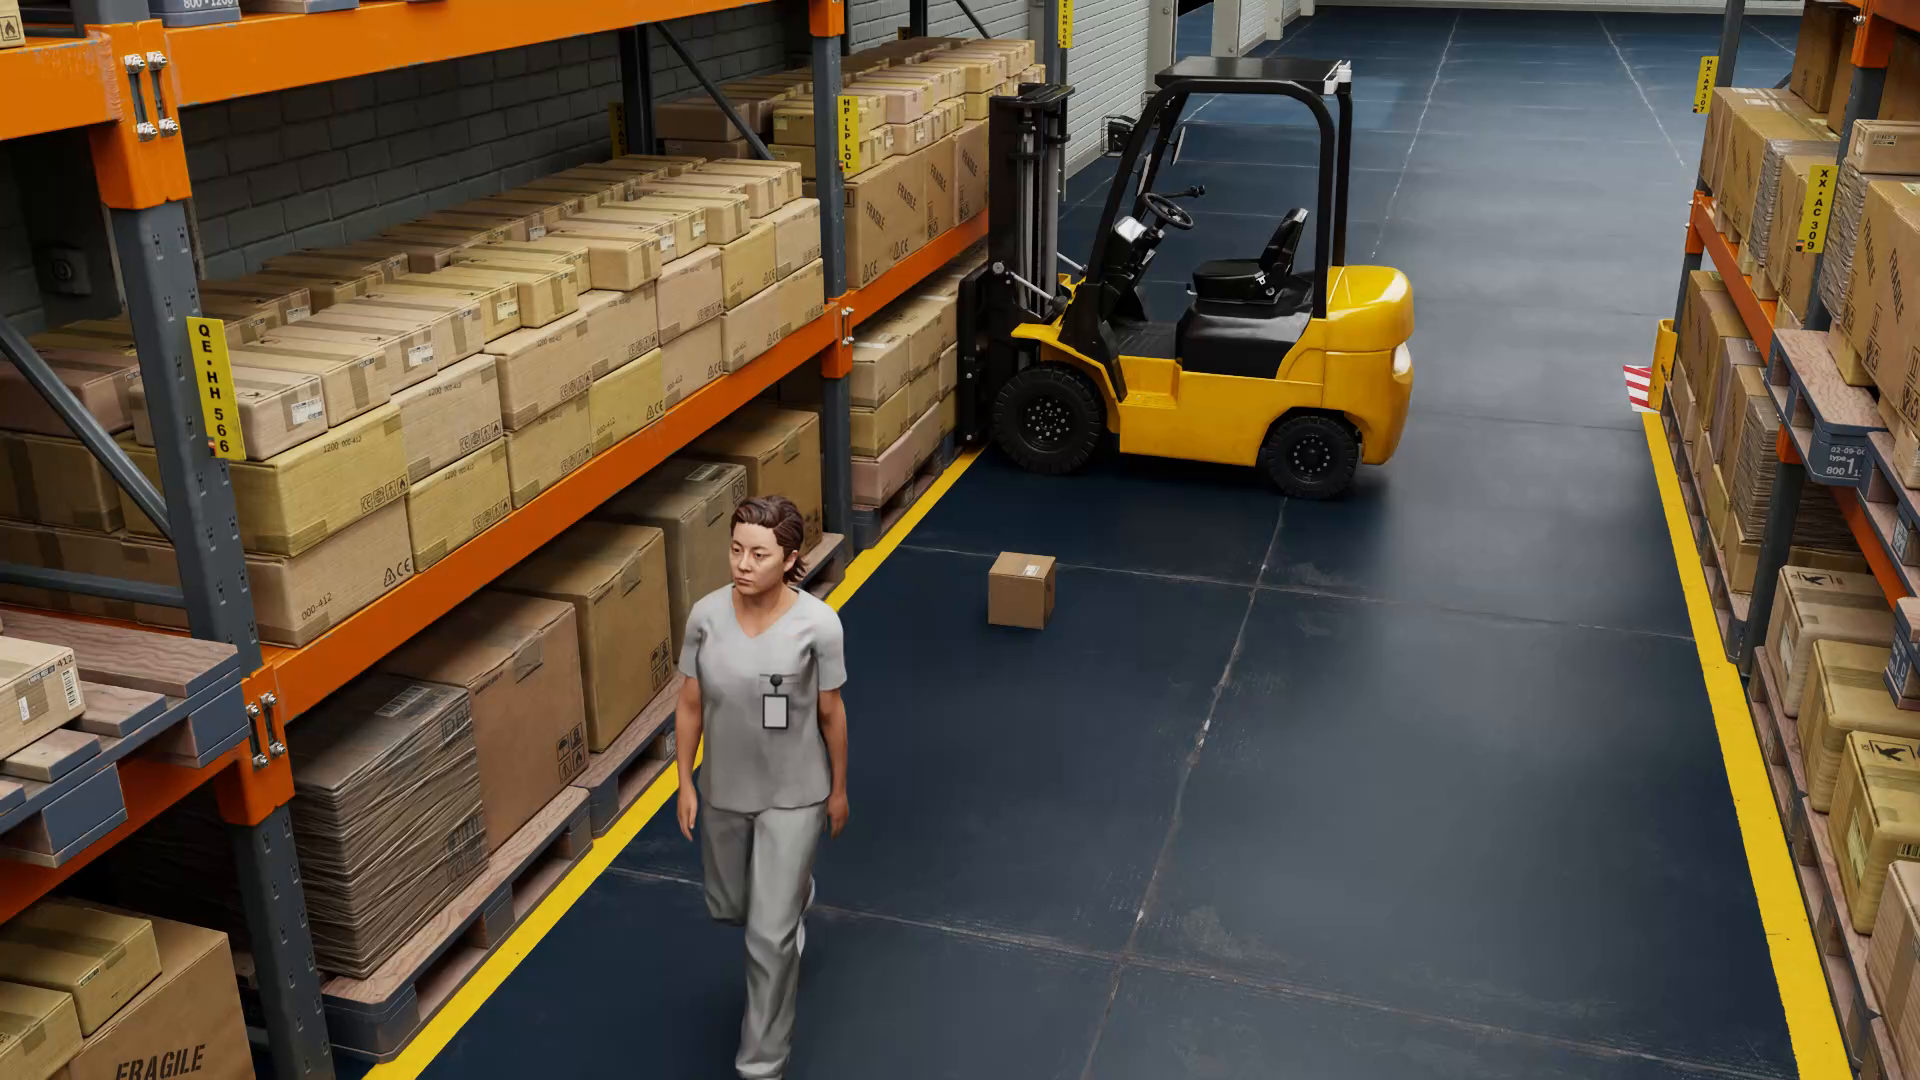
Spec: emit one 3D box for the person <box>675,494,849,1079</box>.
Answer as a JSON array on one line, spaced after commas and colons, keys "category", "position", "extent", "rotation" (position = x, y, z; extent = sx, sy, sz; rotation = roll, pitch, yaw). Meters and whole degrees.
[{"category": "person", "position": [-0.524, 0.652, 4.463], "extent": [0.451, 1.640, 0.869], "rotation": [5, 23, 12]}]
